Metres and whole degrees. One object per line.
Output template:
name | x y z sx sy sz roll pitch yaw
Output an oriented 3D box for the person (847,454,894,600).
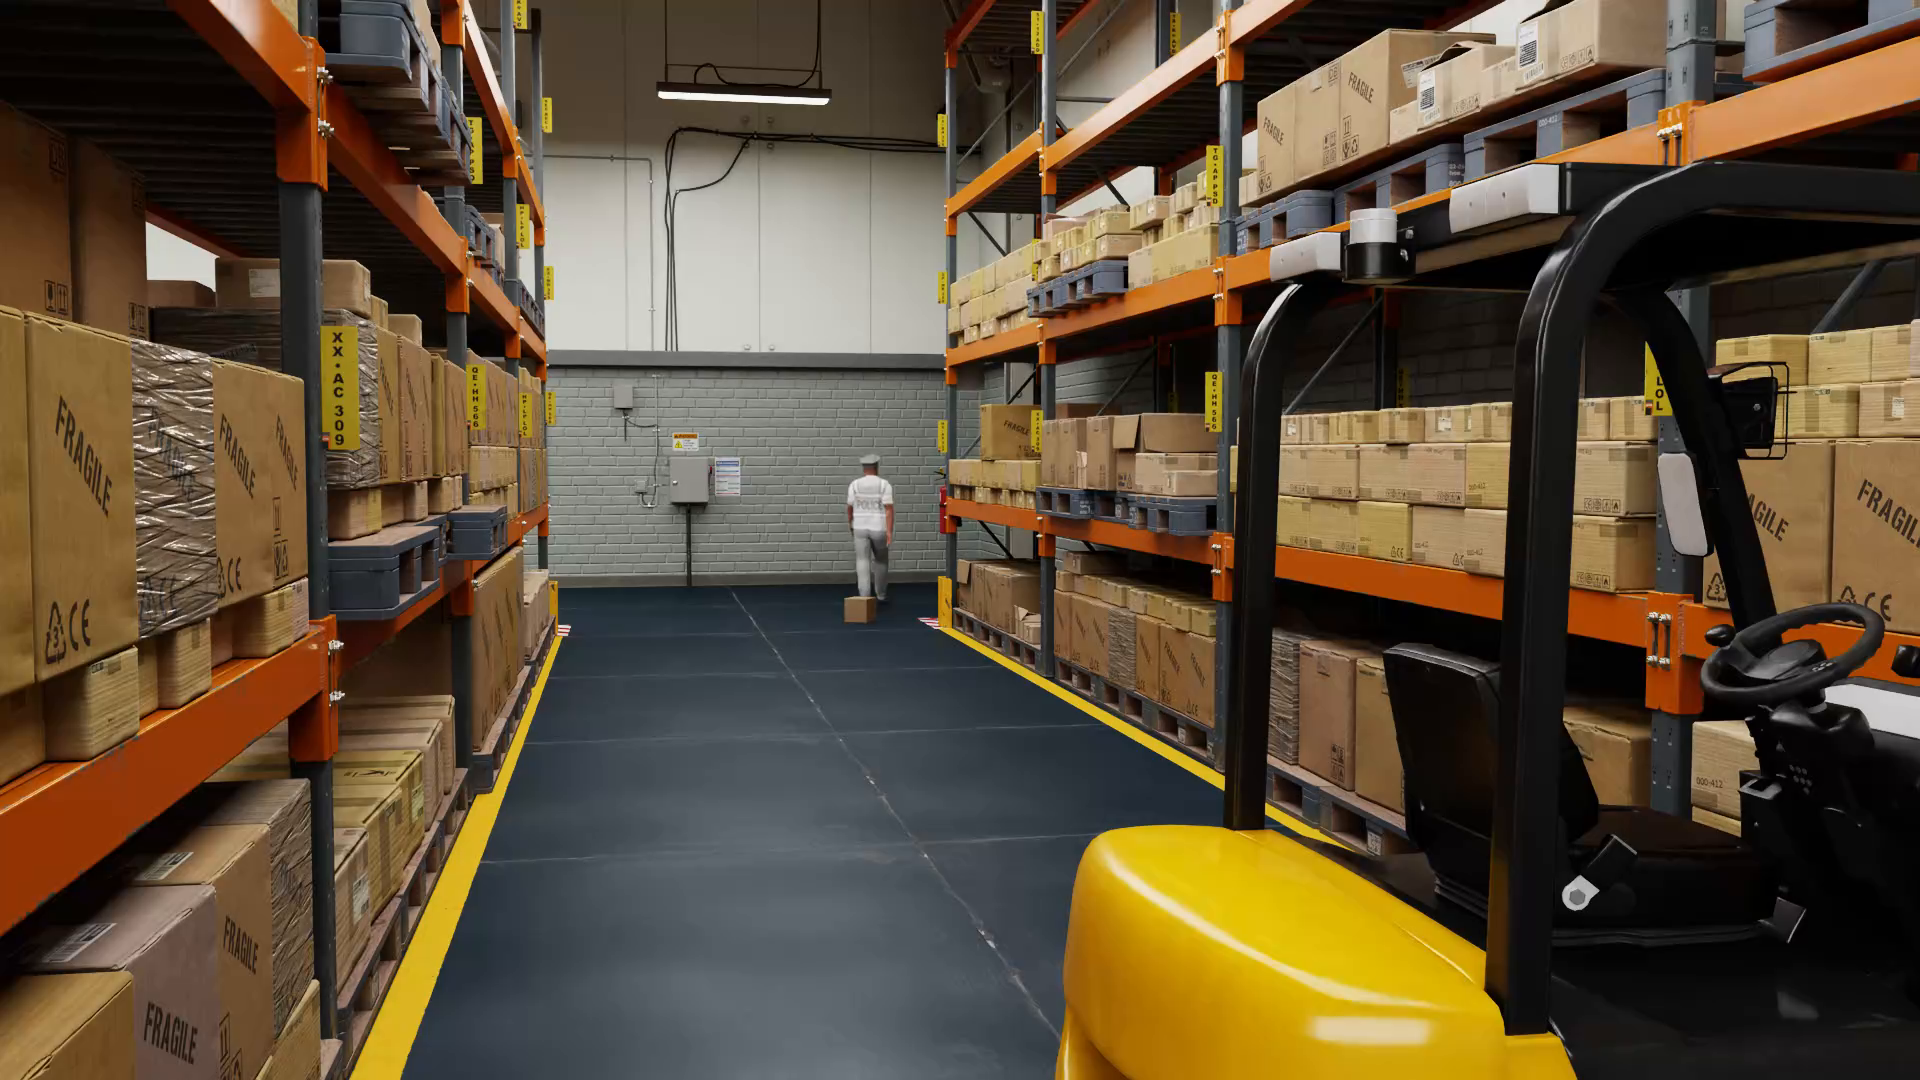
person | -1.033 -0.138 19.236 0.547 1.701 1.051 0 3 -1
